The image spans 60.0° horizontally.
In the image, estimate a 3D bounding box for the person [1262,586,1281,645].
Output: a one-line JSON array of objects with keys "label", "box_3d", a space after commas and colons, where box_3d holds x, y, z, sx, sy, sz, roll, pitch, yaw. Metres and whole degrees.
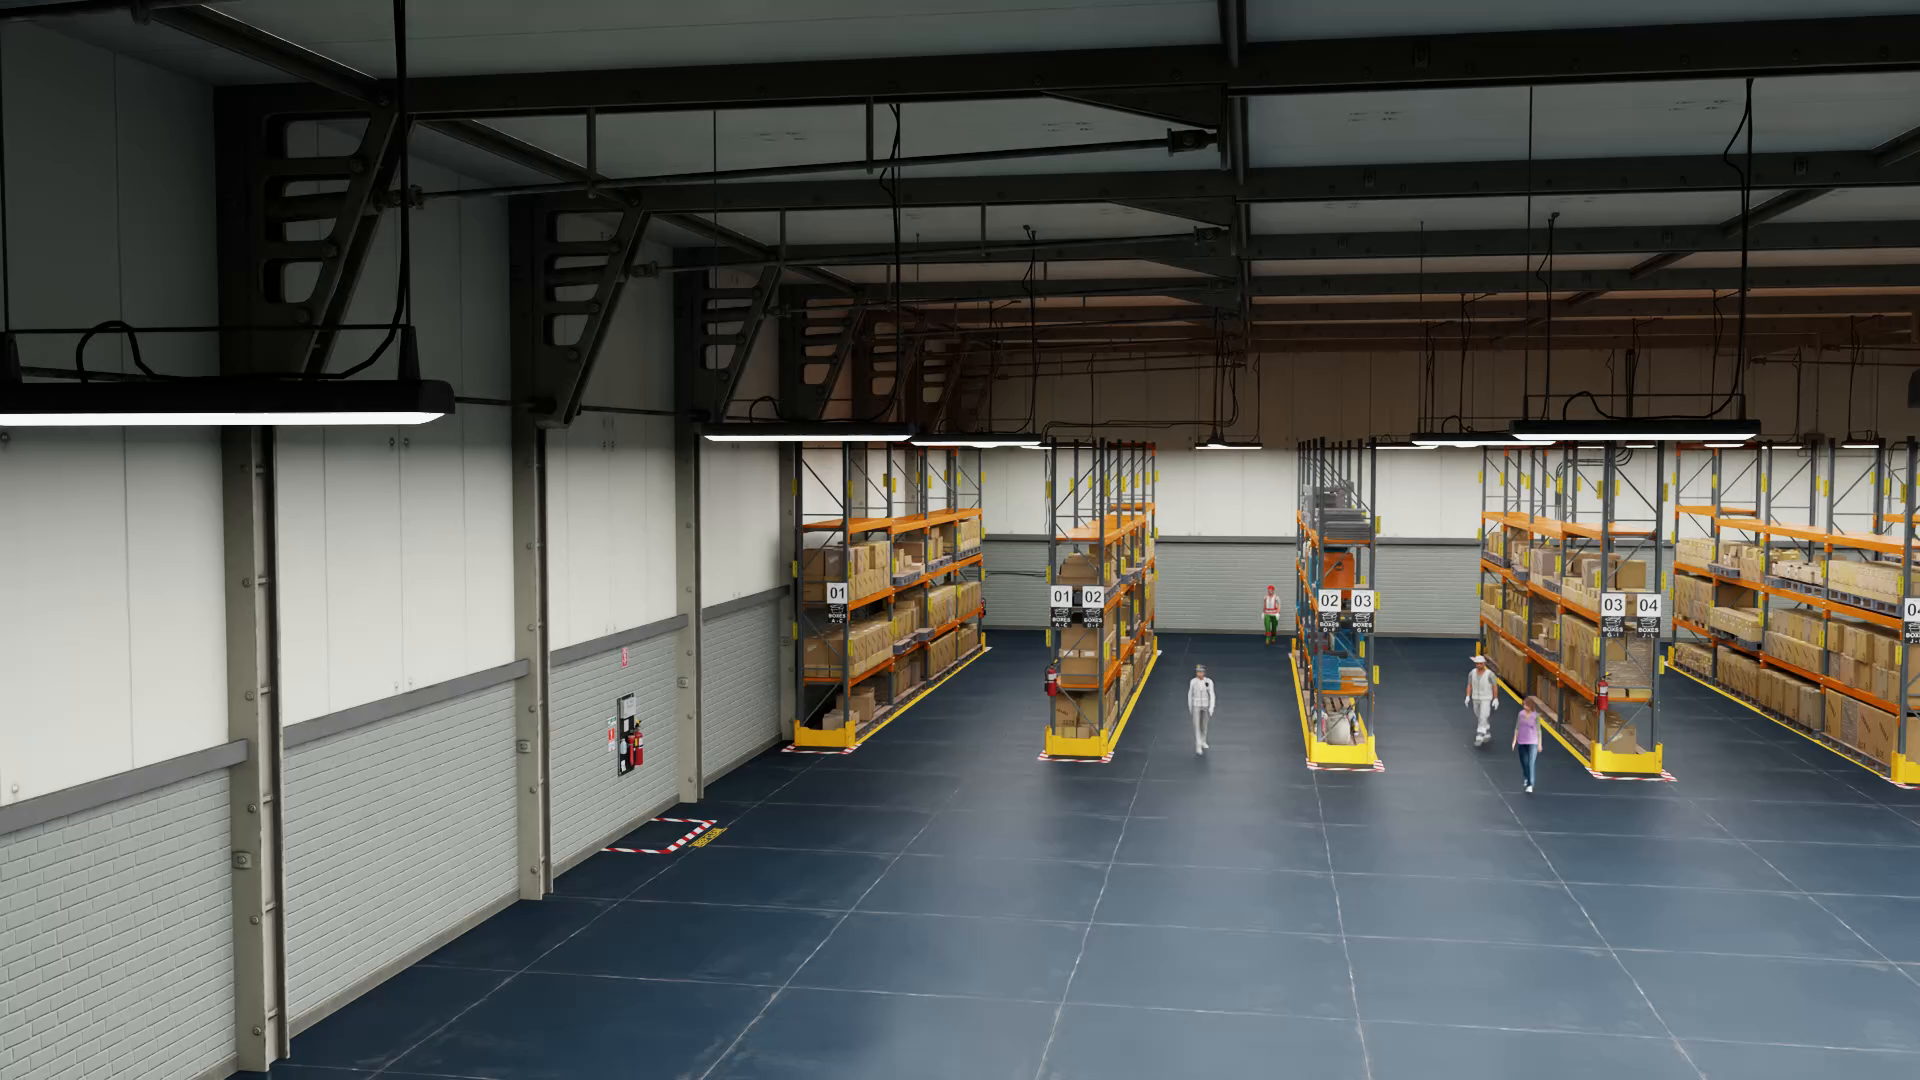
[{"label": "person", "box_3d": [9.242, 2.220, 49.387, 0.566, 1.725, 1.061, 1, 3, 13]}]

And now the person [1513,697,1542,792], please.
[{"label": "person", "box_3d": [9.610, 3.442, 28.108, 0.723, 1.579, 0.426, -3, 4, -45]}]

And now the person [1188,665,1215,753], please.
[{"label": "person", "box_3d": [4.619, 3.199, 31.745, 0.506, 1.643, 0.895, 0, 3, 5]}]

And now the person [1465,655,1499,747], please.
[{"label": "person", "box_3d": [10.108, 3.111, 32.315, 0.995, 1.735, 0.563, -3, 4, -43]}]
